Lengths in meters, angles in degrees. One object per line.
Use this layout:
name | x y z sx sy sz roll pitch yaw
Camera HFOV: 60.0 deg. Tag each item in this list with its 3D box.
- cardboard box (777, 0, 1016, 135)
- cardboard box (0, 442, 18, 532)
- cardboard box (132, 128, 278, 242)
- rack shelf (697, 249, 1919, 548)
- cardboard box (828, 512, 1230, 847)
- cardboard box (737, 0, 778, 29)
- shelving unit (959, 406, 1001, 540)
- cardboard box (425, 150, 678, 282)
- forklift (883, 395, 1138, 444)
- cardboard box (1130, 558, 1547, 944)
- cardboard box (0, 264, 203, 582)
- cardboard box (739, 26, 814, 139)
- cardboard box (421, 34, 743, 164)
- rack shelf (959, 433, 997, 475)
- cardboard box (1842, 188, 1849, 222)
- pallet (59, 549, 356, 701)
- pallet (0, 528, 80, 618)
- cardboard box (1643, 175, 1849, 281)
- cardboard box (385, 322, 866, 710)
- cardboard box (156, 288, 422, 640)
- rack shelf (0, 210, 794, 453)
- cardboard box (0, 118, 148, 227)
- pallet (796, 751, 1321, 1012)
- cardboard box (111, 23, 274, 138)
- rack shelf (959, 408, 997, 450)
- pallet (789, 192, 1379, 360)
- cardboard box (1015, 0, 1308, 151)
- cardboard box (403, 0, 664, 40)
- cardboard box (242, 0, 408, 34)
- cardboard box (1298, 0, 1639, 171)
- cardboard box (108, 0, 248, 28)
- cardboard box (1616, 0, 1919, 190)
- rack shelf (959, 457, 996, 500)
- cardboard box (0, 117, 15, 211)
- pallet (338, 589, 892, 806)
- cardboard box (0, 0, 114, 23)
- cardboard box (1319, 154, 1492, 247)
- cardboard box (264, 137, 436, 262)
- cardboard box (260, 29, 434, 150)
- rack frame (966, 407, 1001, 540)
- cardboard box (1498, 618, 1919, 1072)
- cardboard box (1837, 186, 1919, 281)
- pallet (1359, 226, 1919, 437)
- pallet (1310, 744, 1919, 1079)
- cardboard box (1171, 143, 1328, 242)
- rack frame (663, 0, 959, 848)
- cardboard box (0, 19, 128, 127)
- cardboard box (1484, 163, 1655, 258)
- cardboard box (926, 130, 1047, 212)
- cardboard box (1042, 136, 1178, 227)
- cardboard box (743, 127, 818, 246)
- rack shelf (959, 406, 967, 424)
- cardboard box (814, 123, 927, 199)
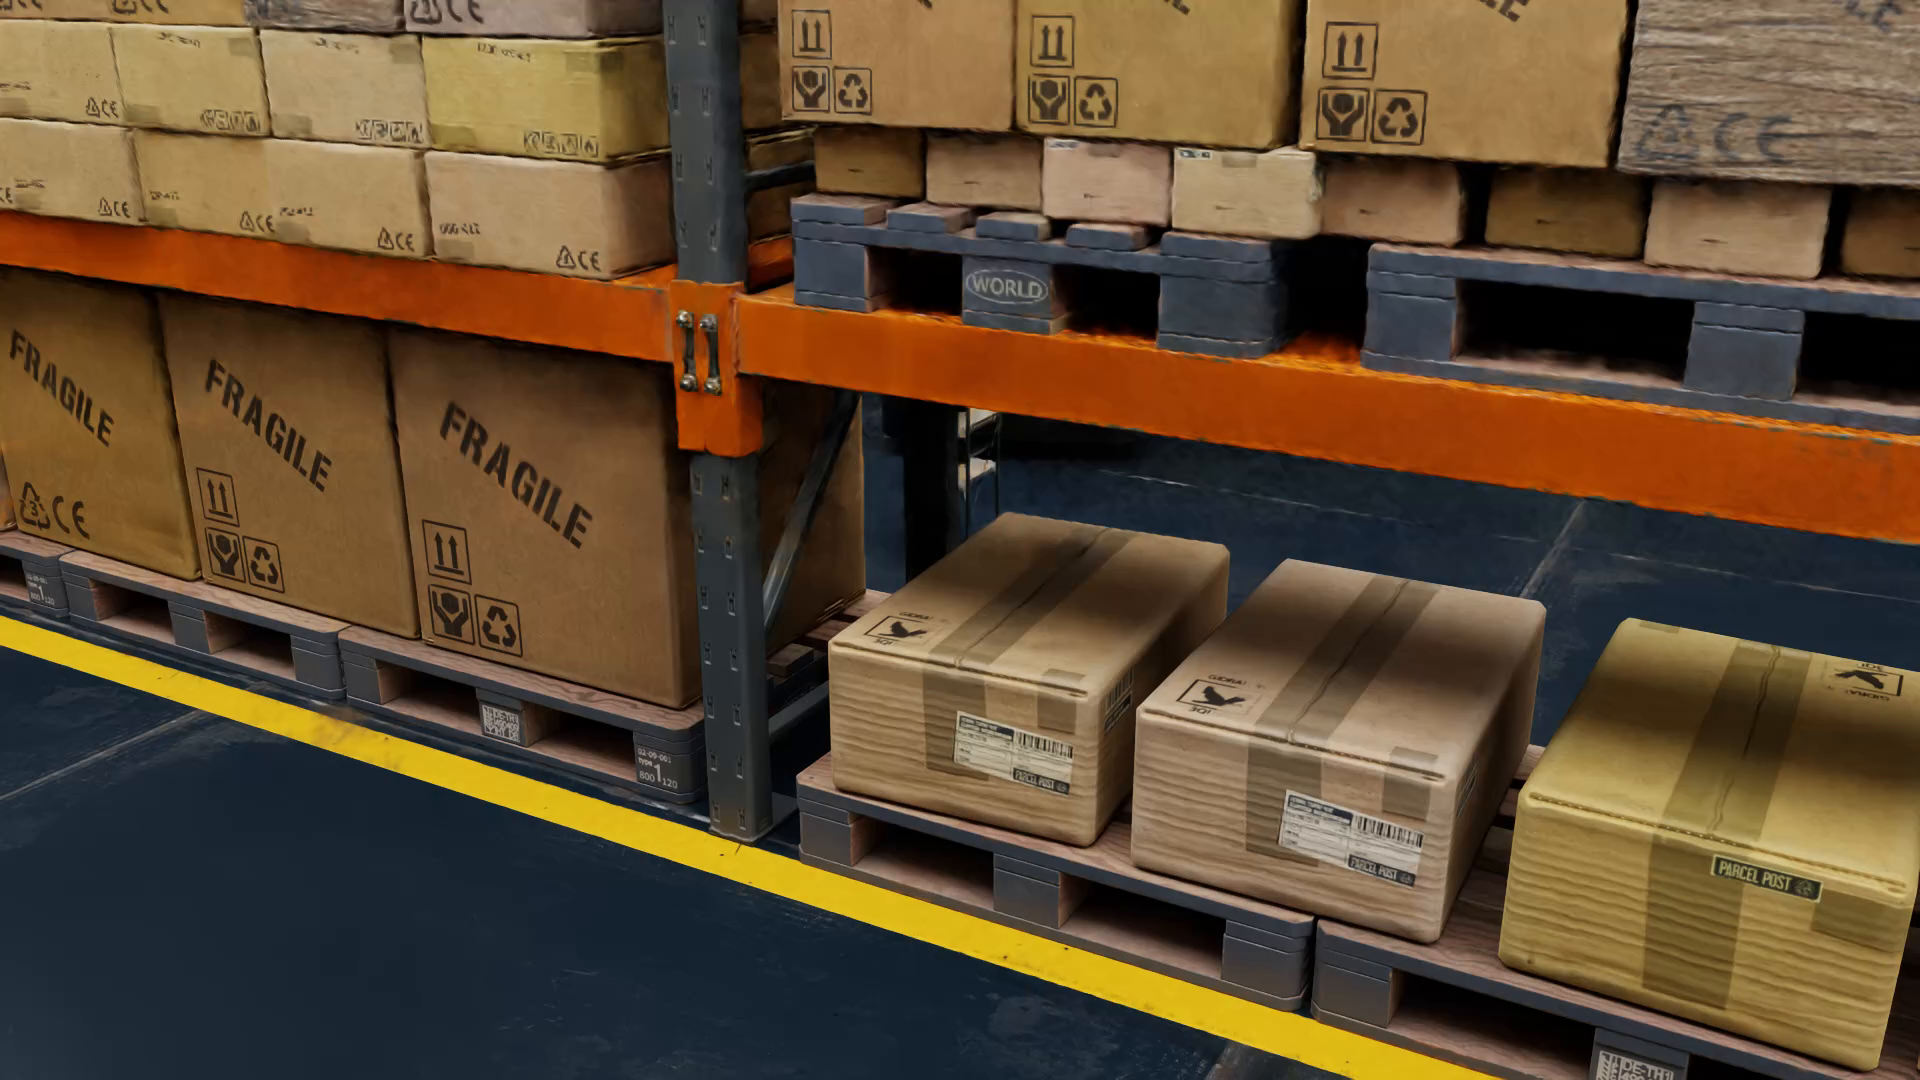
cardboard box | -0.016 -1.091 3.276 0.500 0.500 0.500 10 22 26
cardboard box | -3.208 -0.635 5.717 0.875 0.875 0.875 12 23 29
cardboard box | -1.750 -0.956 4.321 0.500 0.250 0.500 11 22 27
rack shelf | 1.450 -0.180 3.017 4.000 0.370 1.077 11 23 27
cardboard box | 0.192 0.284 3.921 0.625 0.372 0.950 9 22 24
cardboard box | -0.608 -1.523 4.051 0.500 0.500 0.500 10 22 26
shelving unit | -0.007 -0.424 5.715 0.210 0.900 0.258 11 23 27
cardboard box | -0.865 -0.787 3.856 0.500 0.250 0.500 10 22 25
forklift | 0.336 -2.223 7.695 1.130 2.935 3.031 2 20 5
cardboard box | 0.840 0.404 3.589 0.625 0.372 0.950 10 22 26
cardboard box | -2.416 -0.487 5.310 0.875 0.875 0.875 12 23 29
cardboard box | -0.618 -1.173 4.187 0.500 0.250 0.500 11 22 27
cardboard box | -0.843 -1.020 3.765 0.500 0.250 0.500 11 23 27
rack shelf | -0.007 -0.308 5.757 0.200 0.077 0.258 11 23 27
cardboard box | 1.743 -0.676 3.082 0.250 0.149 0.380 12 23 29
pallet | -2.009 0.103 5.270 1.213 0.211 1.003 11 23 27
pallet | -3.078 -0.099 5.829 1.213 0.211 1.003 11 23 27
cardboard box | 1.284 -0.537 2.700 0.250 0.149 0.380 12 23 29
cardboard box | -0.859 -0.189 4.487 0.875 0.875 0.875 11 22 27
cardboard box | -1.636 -0.338 4.899 0.875 0.875 0.875 11 23 28
rack shelf | -2.042 -0.845 4.851 4.000 0.370 1.077 11 23 27
cardboard box | -2.209 -1.032 4.532 0.500 0.250 0.500 10 22 26
pallet | 0.385 0.591 3.927 1.213 0.211 1.003 11 23 27
cardboard box | -1.750 -1.183 4.215 0.500 0.250 0.500 10 22 26
rack shelf | -0.007 -0.393 5.727 0.200 0.077 0.258 11 23 27
pallet | 0.378 -0.674 3.605 1.003 0.211 1.213 11 23 27
cardboard box | 0.442 -1.007 3.043 0.500 0.500 0.500 12 23 30
cardboard box | -0.875 -1.376 3.646 0.500 0.500 0.500 10 22 26
cardboard box | -1.327 -1.459 3.875 0.500 0.500 0.500 11 23 28
cardboard box | 0.909 -0.920 2.805 0.500 0.500 0.500 11 23 28
cardboard box | -1.758 -1.543 4.108 0.500 0.500 0.500 11 23 27
cardboard box | 1.342 -0.835 2.569 0.500 0.500 0.500 10 22 25
rack shelf | -0.007 -0.224 5.788 0.200 0.077 0.258 11 23 27
cardboard box | -2.641 -1.118 4.768 0.500 0.250 0.500 11 22 27
pallet | -0.948 0.307 4.710 1.213 0.211 1.003 11 23 27
cardboard box | -2.196 -1.630 4.346 0.500 0.500 0.500 10 22 26
cardboard box | 0.822 -0.636 2.971 0.250 0.149 0.380 12 23 30
cardboard box | -1.318 -0.867 4.077 0.500 0.250 0.500 11 23 28
cardboard box | -1.293 -1.104 3.997 0.500 0.250 0.500 10 22 26
rack frame | 0.082 -0.407 5.669 0.006 0.900 0.240 11 23 27
cardboard box | 1.499 0.532 3.237 0.625 0.372 0.950 12 23 29
cardboard box | 1.548 -0.517 2.643 0.250 0.149 0.380 10 22 25
pallet | 1.452 -0.443 2.970 1.213 0.211 1.003 11 23 27
pallet | 1.446 0.794 3.367 1.213 0.211 1.003 11 23 27
cardboard box | 0.574 -0.652 3.017 0.250 0.149 0.380 11 23 28
rack frame | -0.296 -0.851 3.811 0.127 3.000 1.000 11 23 27
cardboard box | -2.203 -1.270 4.453 0.500 0.250 0.500 10 22 26
cardboard box | 1.088 -0.600 2.874 0.250 0.149 0.380 12 23 29
cardboard box | 0.127 -0.764 3.324 0.250 0.149 0.380 9 22 24
cardboard box | 0.343 -0.704 3.161 0.250 0.149 0.380 9 22 24
cardboard box | -0.601 -0.936 4.268 0.500 0.250 0.500 10 22 26
rack shelf | -0.007 -0.478 5.696 0.200 0.077 0.258 11 23 27
cardboard box | -0.103 -0.821 3.481 0.250 0.149 0.380 9 22 24
